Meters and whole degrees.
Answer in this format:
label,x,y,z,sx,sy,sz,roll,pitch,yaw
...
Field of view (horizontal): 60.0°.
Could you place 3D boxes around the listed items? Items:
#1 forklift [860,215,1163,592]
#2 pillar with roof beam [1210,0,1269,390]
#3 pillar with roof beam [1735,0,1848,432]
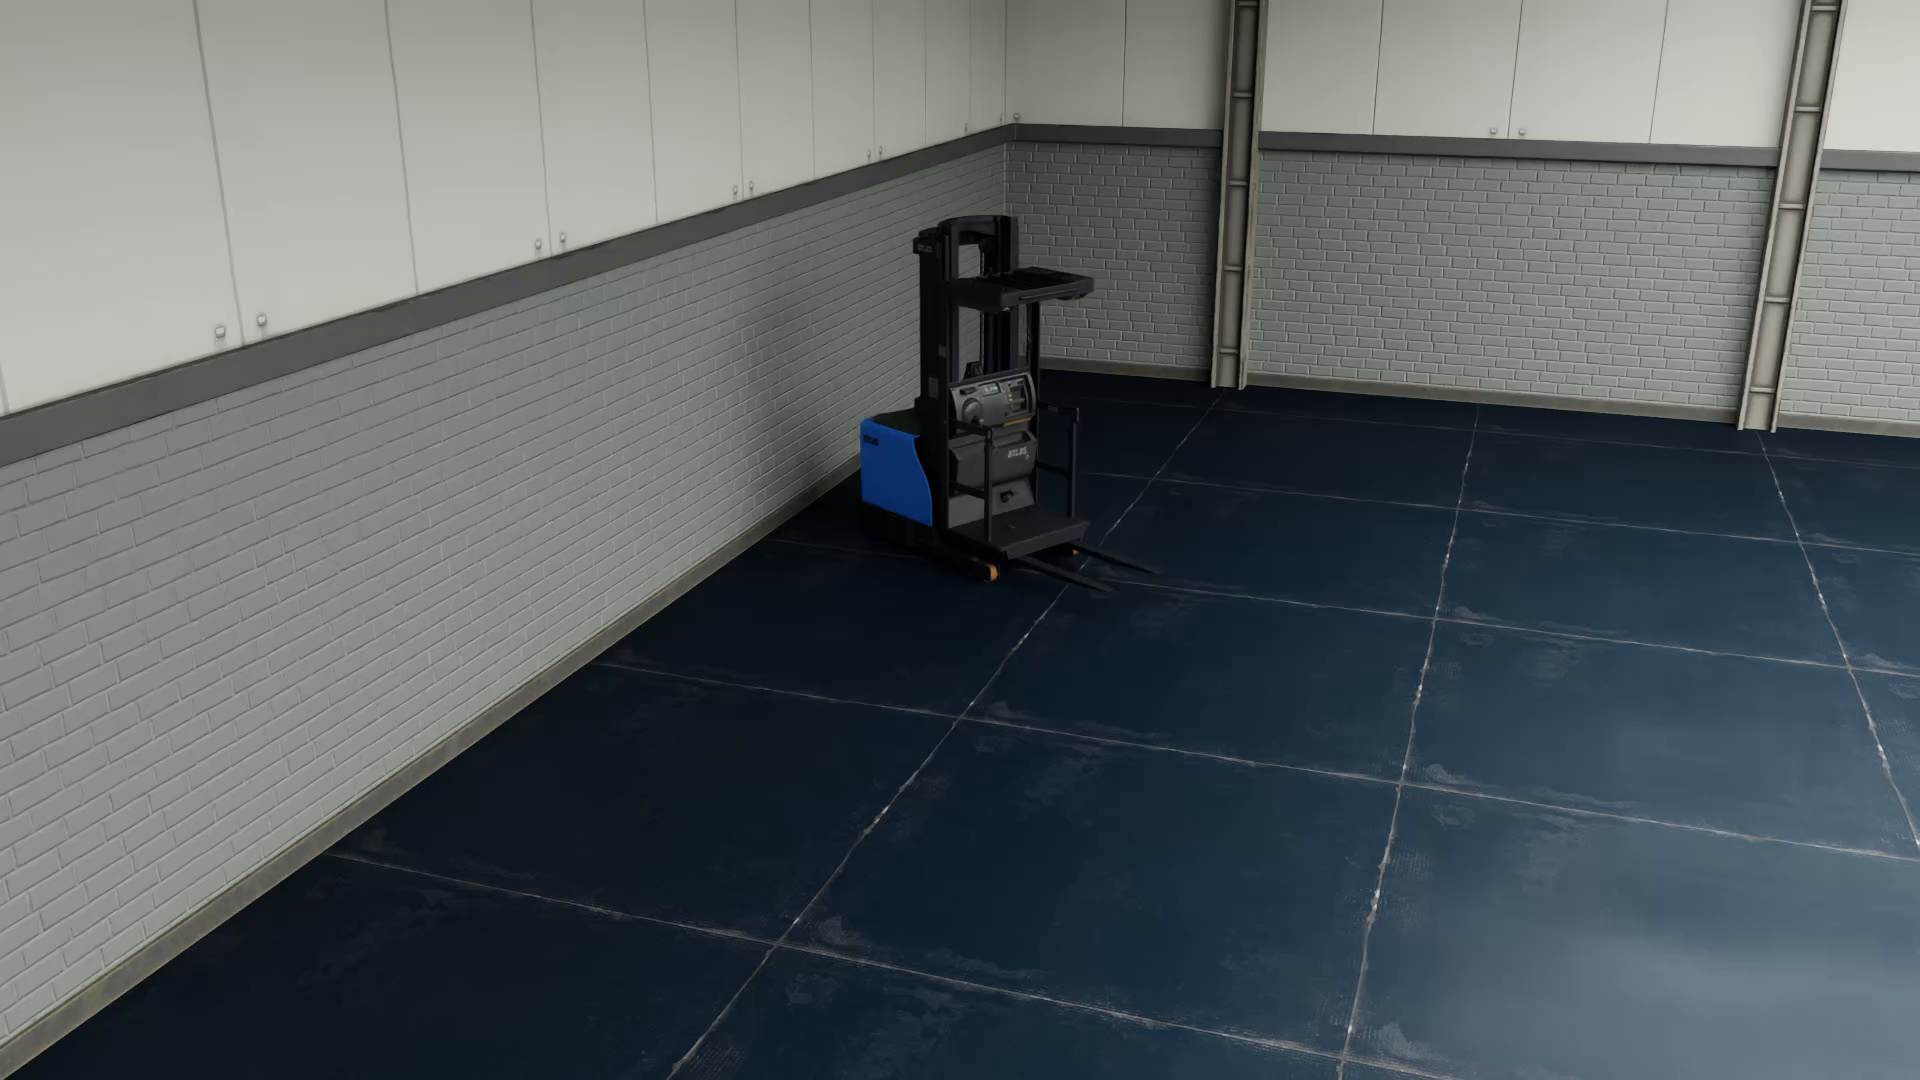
label,x,y,z,sx,sy,sz,roll,pitch,yaw
forklift,0.430,-1.209,14.207,1.130,2.935,3.031,-16,25,-39
pillar with roof beam,1.931,-4.833,15.384,0.400,9.000,9.100,7,20,18
pillar with roof beam,7.599,-4.185,13.524,0.400,9.000,9.100,7,20,18
